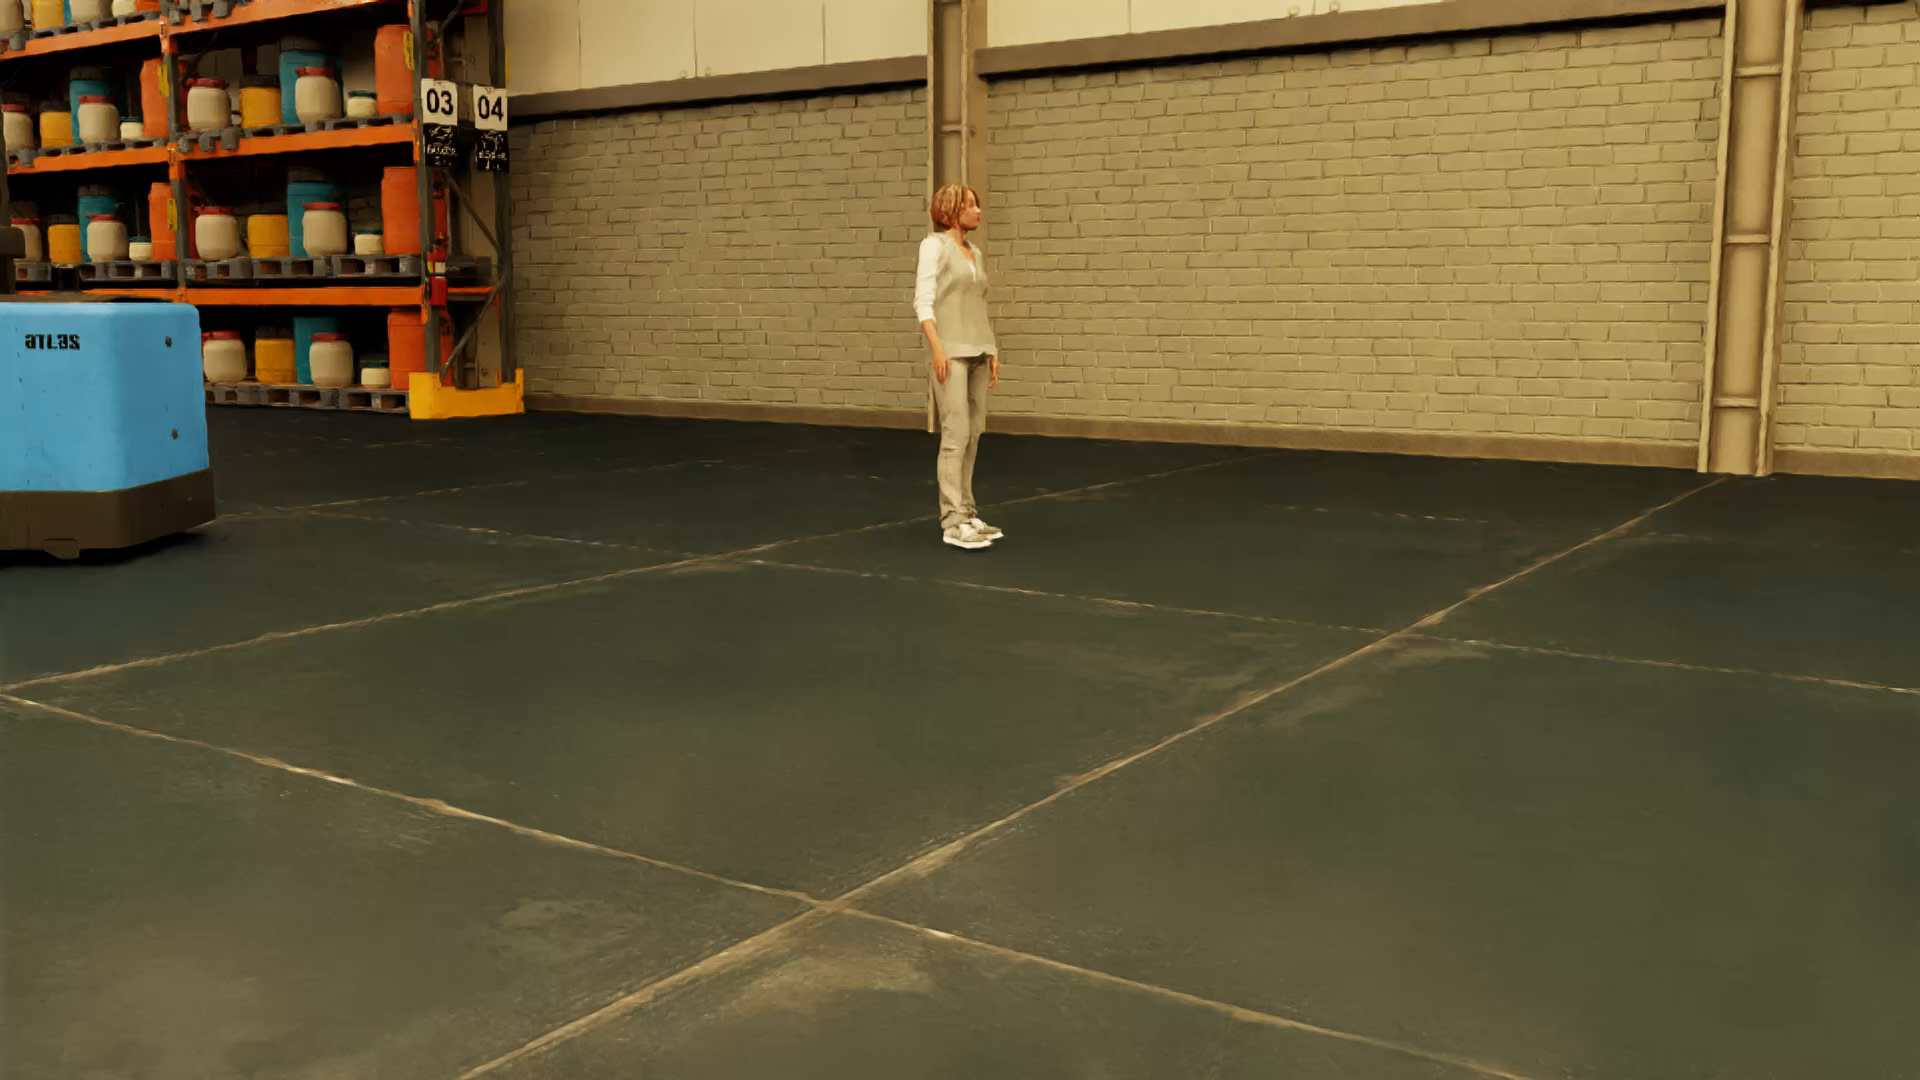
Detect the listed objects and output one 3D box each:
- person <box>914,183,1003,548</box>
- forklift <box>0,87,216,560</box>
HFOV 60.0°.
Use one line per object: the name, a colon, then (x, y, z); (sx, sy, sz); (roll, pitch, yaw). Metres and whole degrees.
person: (0.054, -0.790, 7.438); (0.474, 1.597, 0.521); (5, 10, 34)
forklift: (-4.970, -1.405, 7.071); (3.031, 2.935, 1.130); (0, 8, -3)
